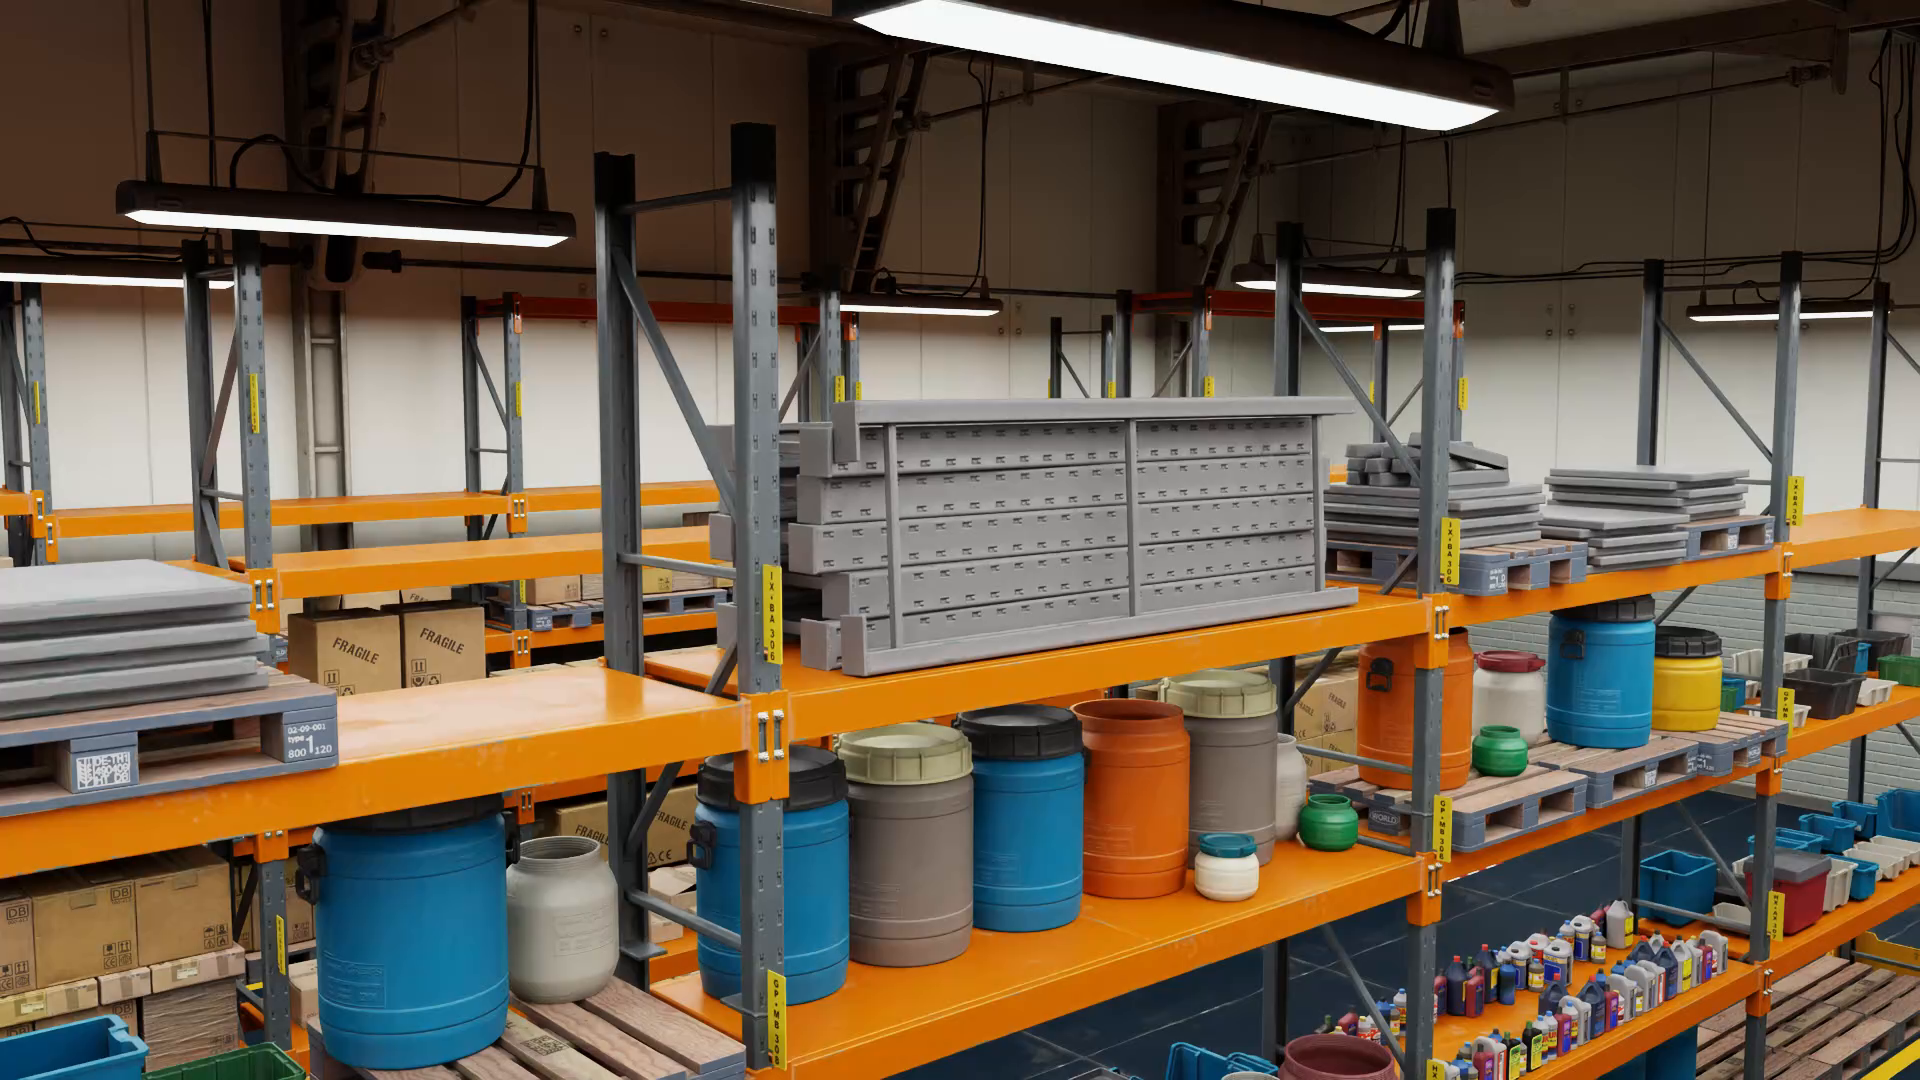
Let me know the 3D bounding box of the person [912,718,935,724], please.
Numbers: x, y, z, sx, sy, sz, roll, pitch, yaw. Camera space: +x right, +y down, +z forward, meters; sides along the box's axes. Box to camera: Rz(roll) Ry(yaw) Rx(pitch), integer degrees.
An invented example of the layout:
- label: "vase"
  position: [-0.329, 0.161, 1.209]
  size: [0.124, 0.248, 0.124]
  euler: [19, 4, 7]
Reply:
- label: "person"
  position: [-0.387, 2.672, 17.493]
  size: [0.396, 1.691, 0.543]
  euler: [5, 7, 40]
